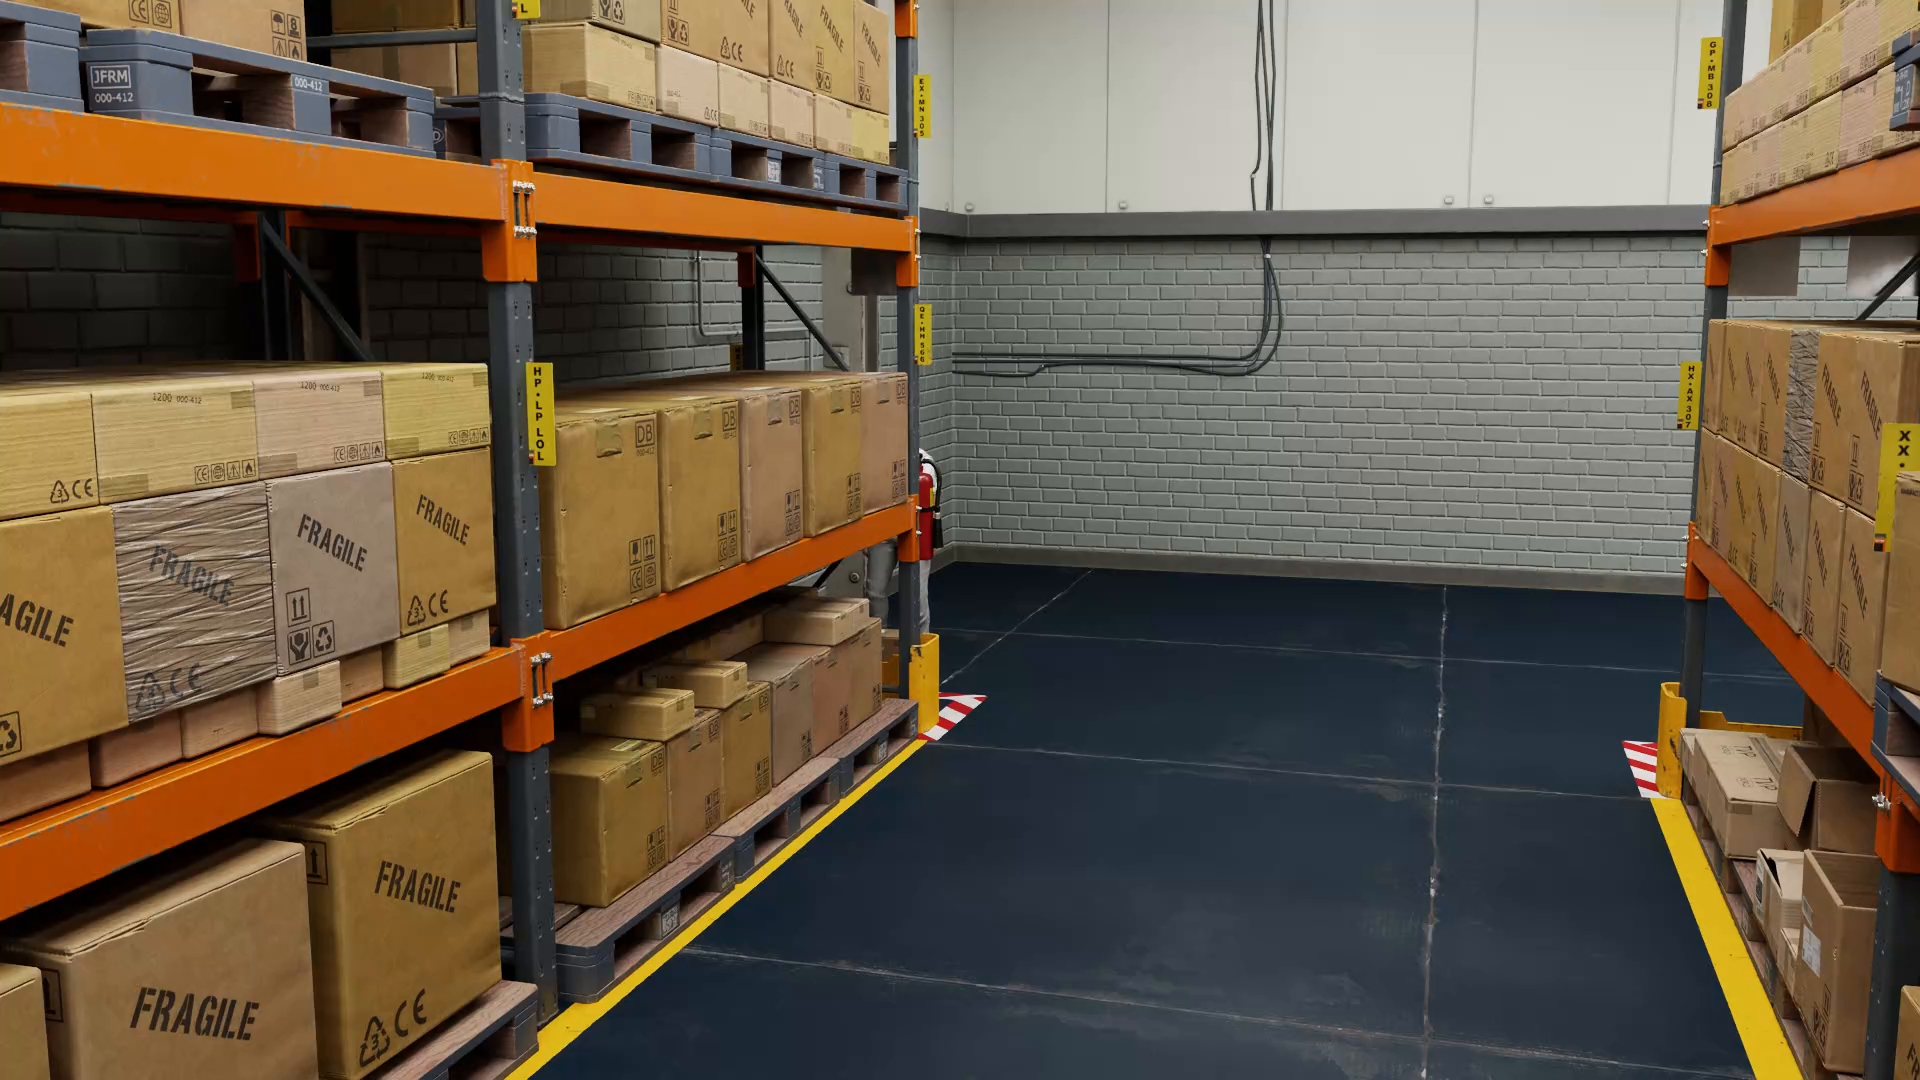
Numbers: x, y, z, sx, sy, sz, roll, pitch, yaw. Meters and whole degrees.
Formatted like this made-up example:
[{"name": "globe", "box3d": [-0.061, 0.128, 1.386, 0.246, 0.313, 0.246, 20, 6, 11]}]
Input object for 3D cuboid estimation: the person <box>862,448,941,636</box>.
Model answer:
[{"name": "person", "box3d": [-0.406, -0.006, 10.863, 0.549, 1.663, 0.476, 2, 9, 13]}]
